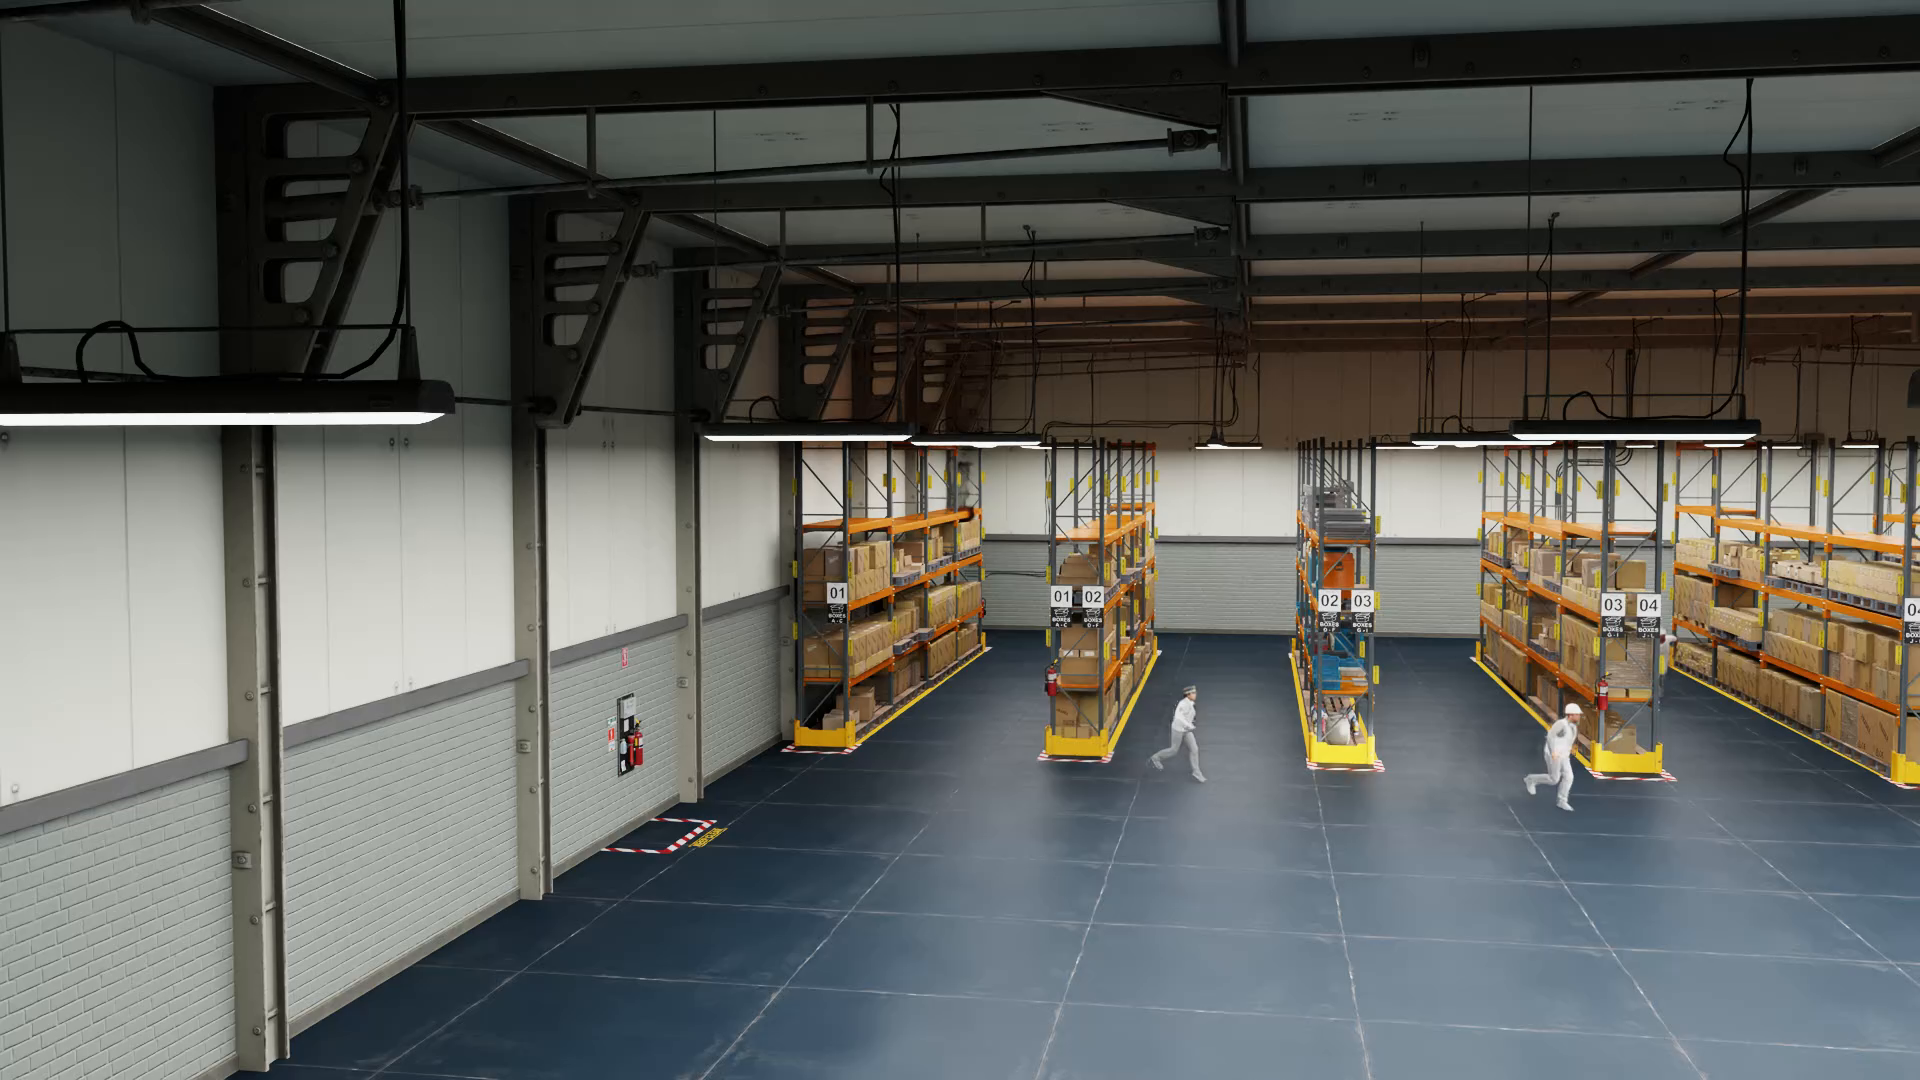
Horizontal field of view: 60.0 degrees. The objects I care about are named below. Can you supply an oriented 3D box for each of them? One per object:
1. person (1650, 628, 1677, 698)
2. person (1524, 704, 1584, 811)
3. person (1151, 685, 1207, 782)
[{"bbox_3d":[16.379,2.864,38.909,0.744,1.703,1.007,1,3,16],"label":"person"},{"bbox_3d":[9.595,3.470,26.847,0.939,1.726,0.662,3,4,41],"label":"person"},{"bbox_3d":[3.835,3.360,29.098,1.062,1.680,0.619,2,4,34],"label":"person"}]
